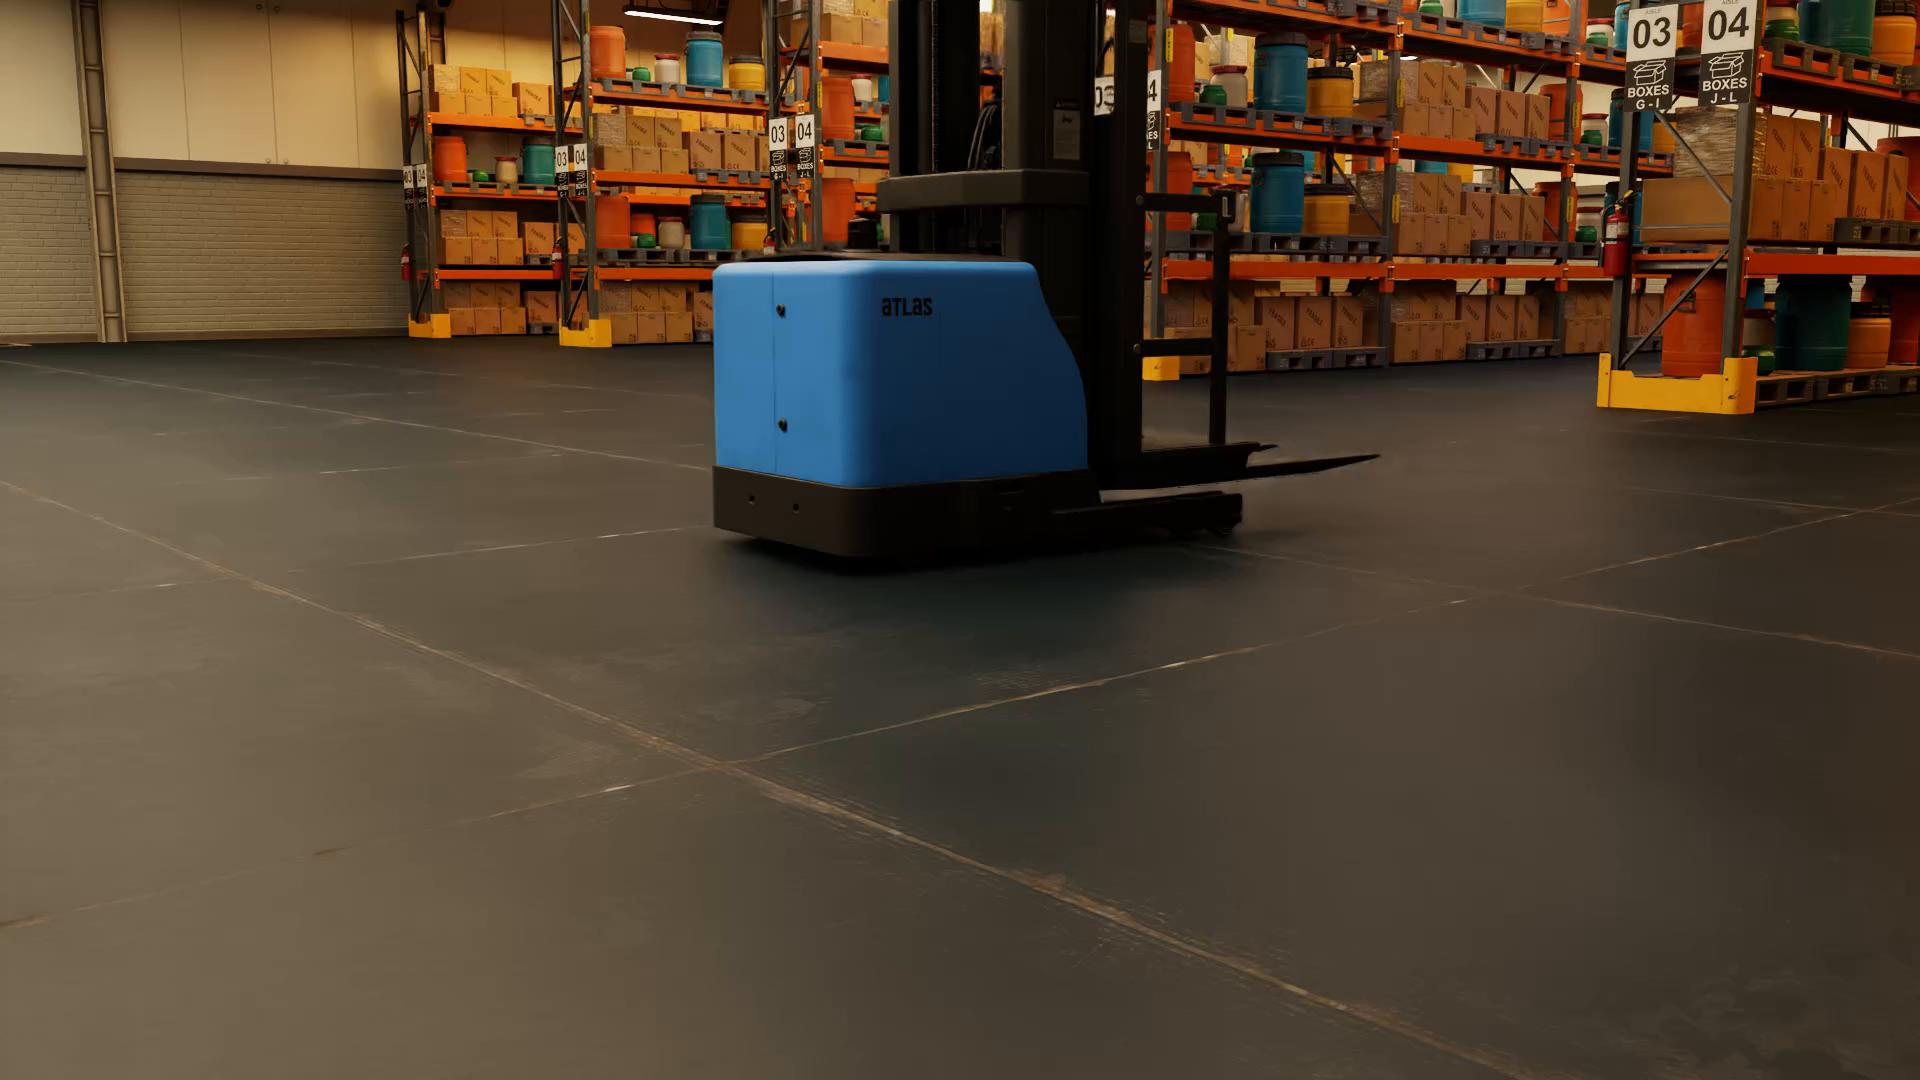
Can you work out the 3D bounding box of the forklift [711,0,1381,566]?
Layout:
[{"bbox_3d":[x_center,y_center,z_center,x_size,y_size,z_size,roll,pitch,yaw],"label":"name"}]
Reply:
[{"bbox_3d":[0.522,-1.515,6.744,3.031,2.935,1.130,-7,11,-37],"label":"forklift"}]
